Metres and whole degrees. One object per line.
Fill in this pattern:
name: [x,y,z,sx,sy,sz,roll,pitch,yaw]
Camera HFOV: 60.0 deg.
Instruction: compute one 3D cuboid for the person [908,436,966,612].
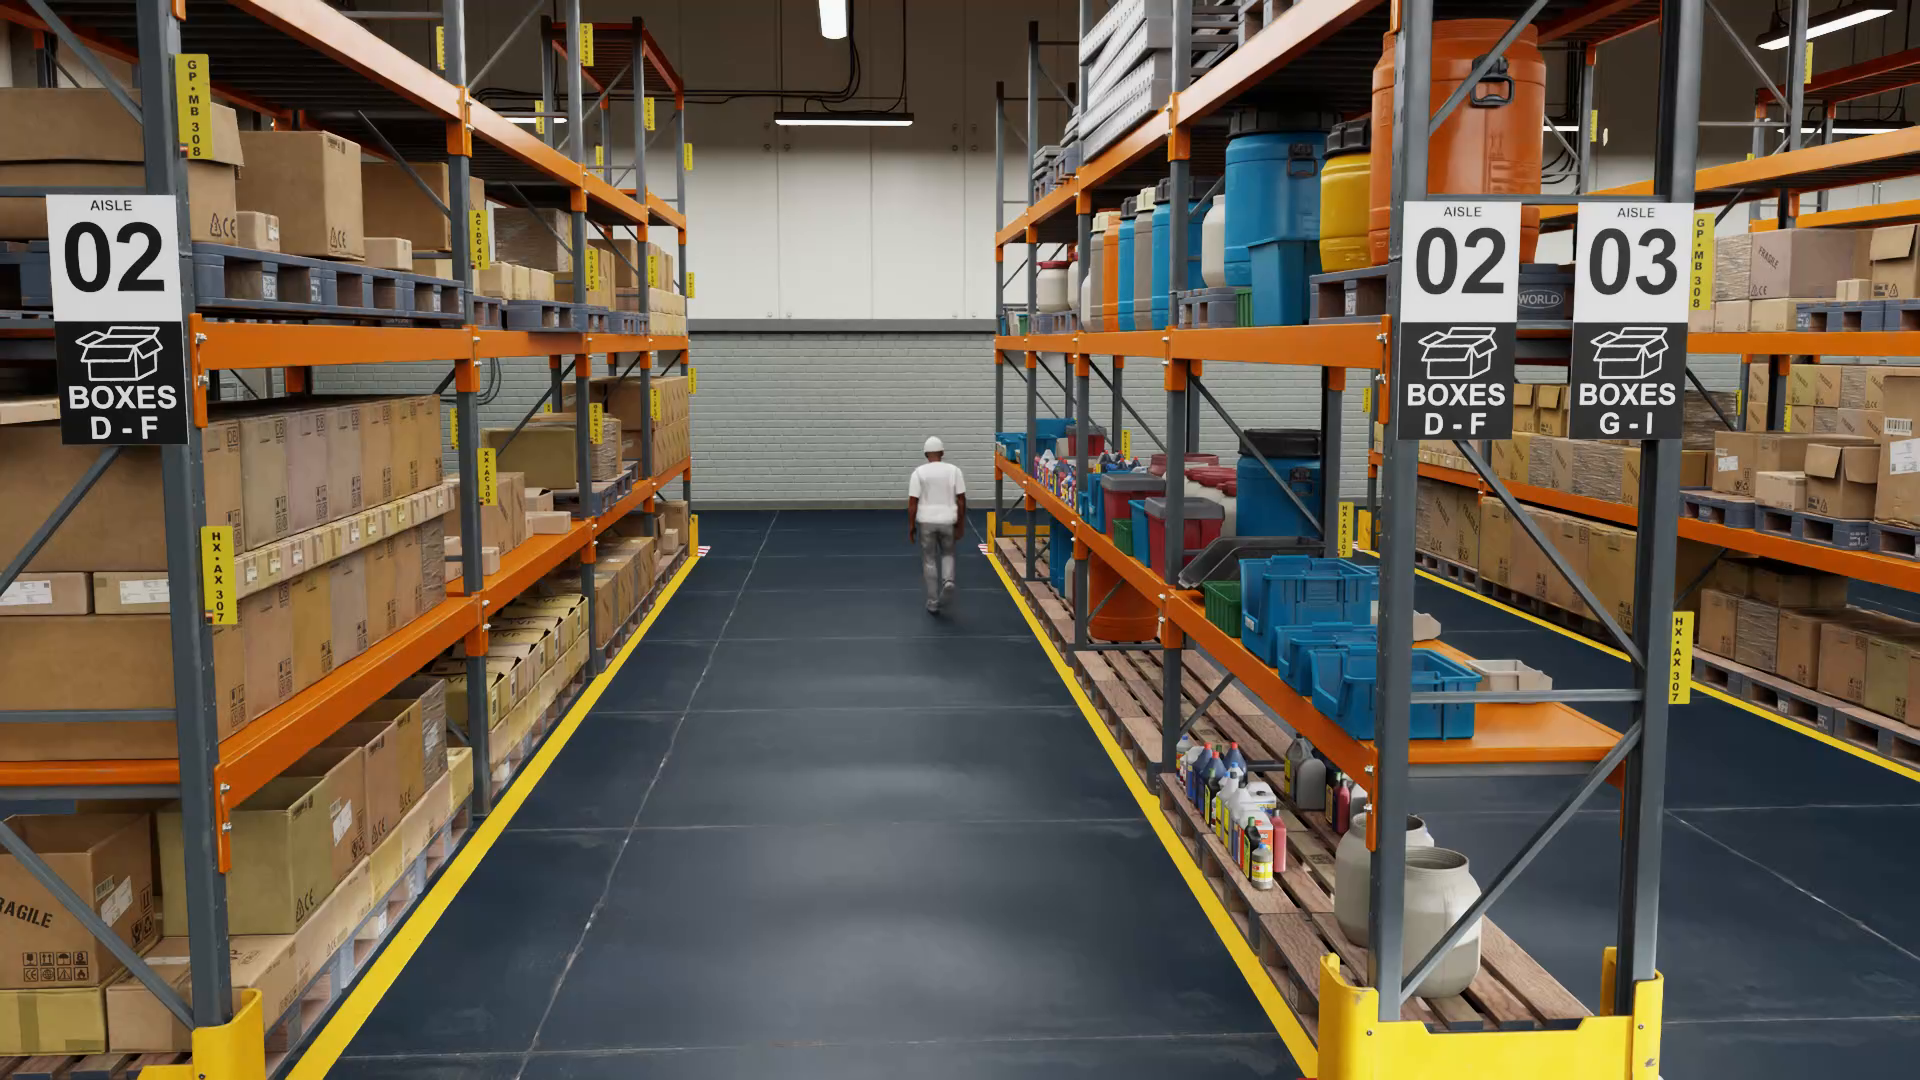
person: [-0.226,-0.160,16.769,0.585,1.757,0.531,-1,7,-9]
